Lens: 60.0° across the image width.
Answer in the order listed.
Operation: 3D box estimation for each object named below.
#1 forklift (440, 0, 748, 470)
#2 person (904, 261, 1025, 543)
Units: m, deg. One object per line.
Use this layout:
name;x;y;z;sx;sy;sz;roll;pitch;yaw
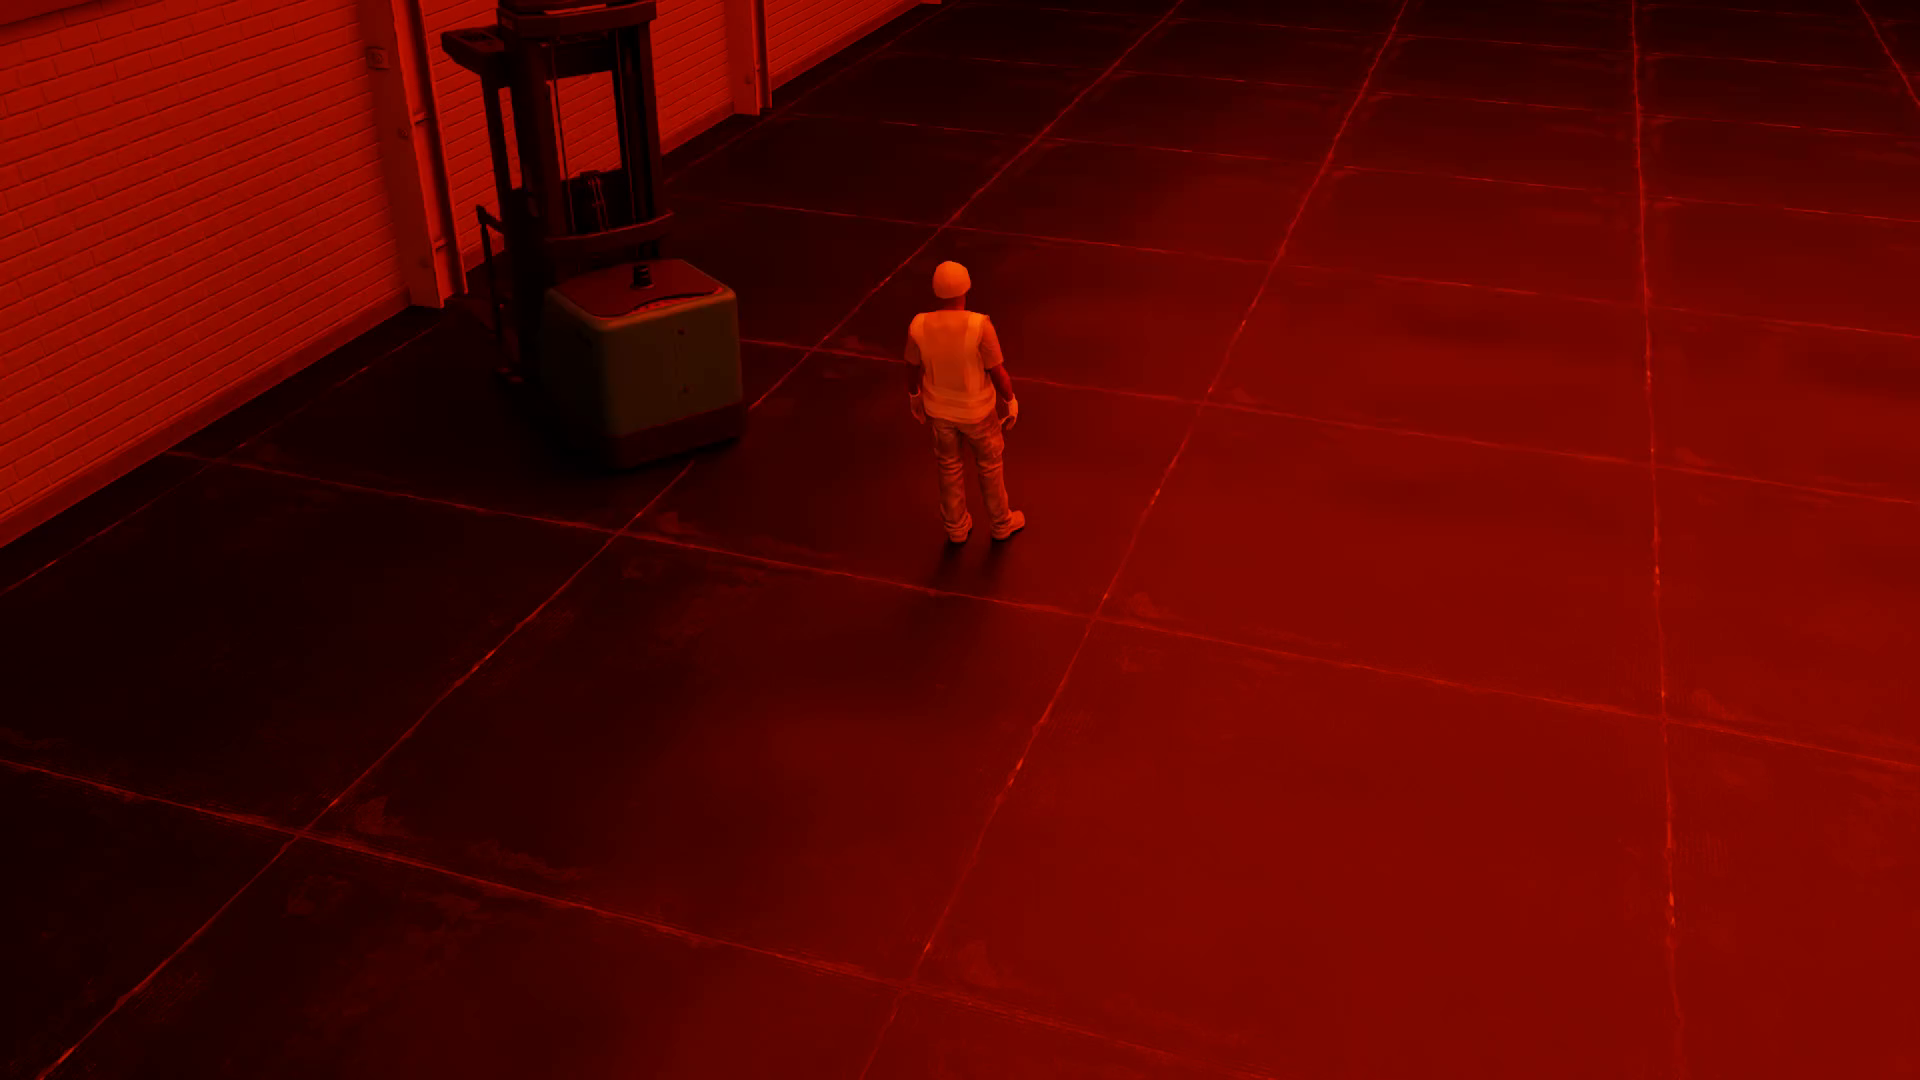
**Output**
forklift;-2.710;-2.402;11.350;1.130;2.935;3.031;-20;35;-31
person;0.032;-0.813;9.707;0.656;1.782;0.577;10;31;16
